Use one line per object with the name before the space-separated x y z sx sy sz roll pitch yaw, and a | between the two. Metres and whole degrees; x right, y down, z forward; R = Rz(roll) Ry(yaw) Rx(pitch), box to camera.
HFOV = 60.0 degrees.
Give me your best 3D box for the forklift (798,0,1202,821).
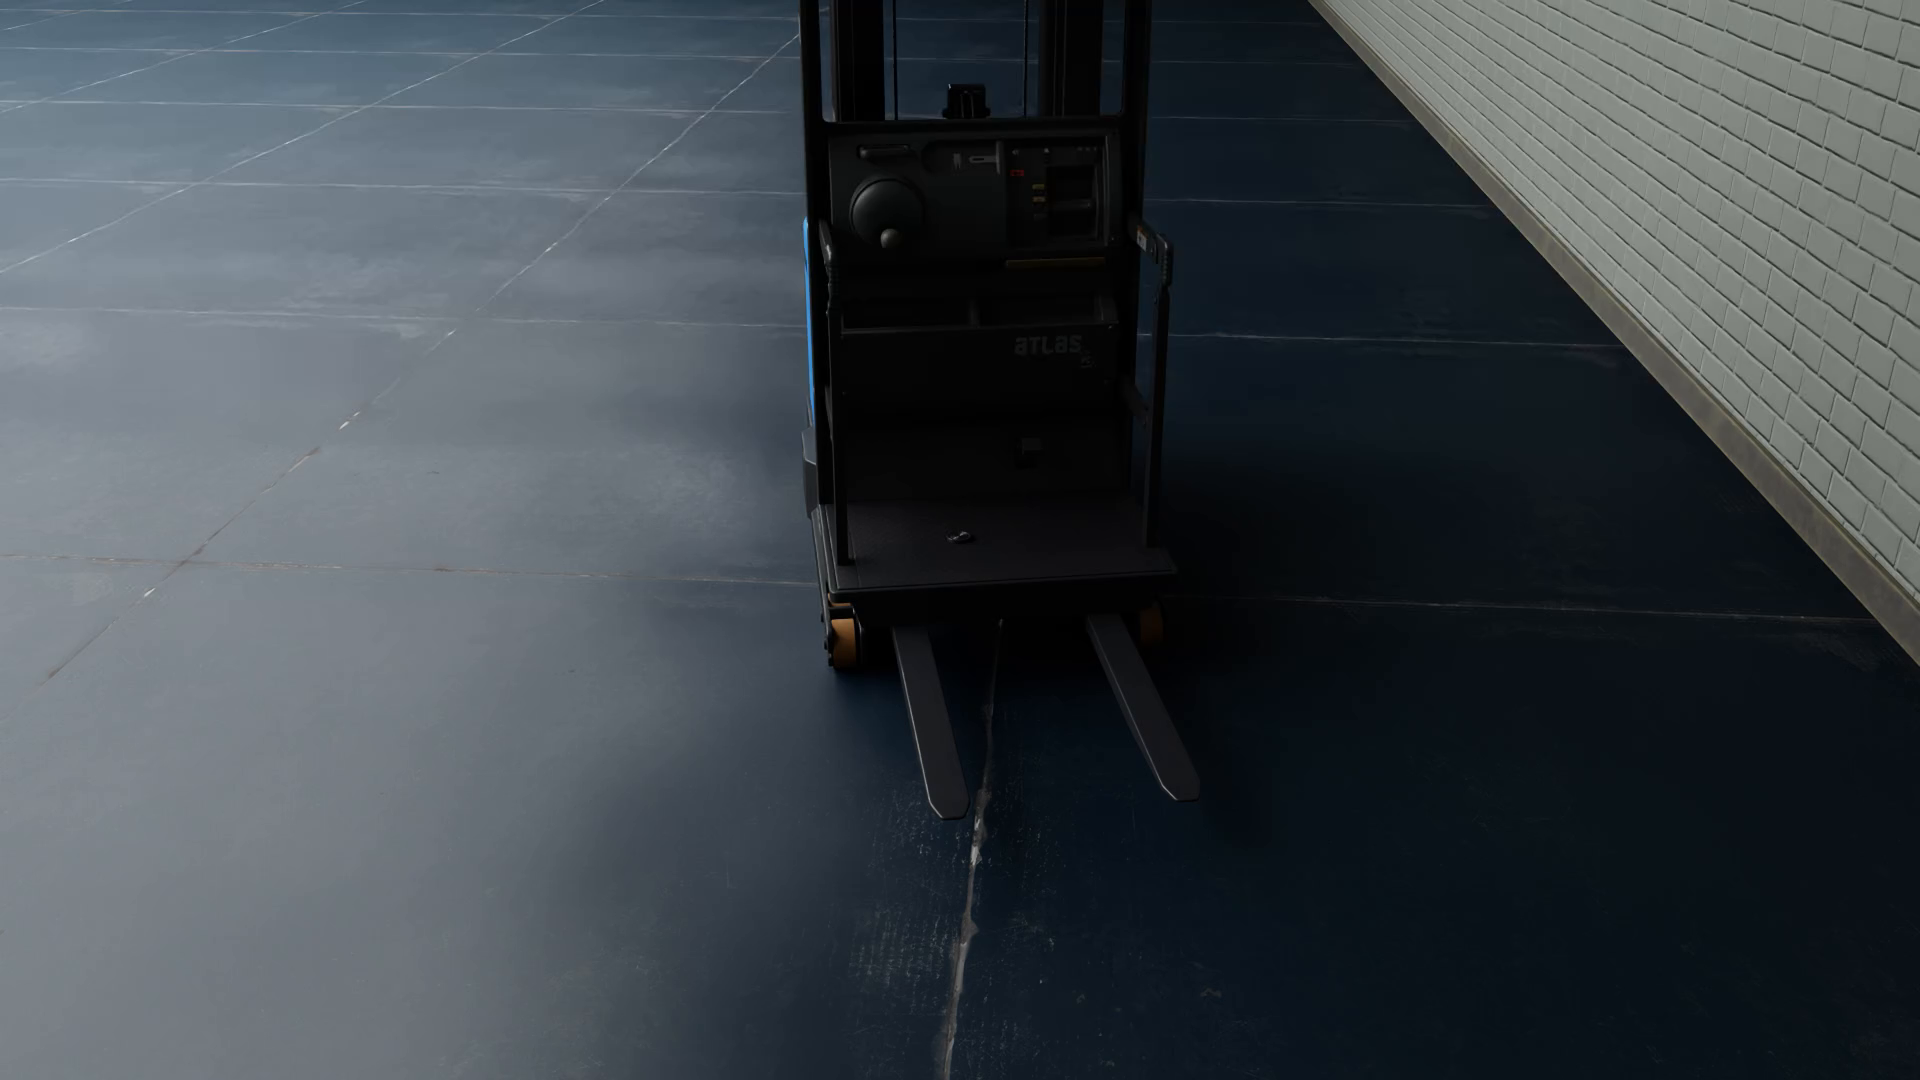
forklift | 0.083 -1.072 5.073 1.130 2.935 3.031 -3 25 -7
